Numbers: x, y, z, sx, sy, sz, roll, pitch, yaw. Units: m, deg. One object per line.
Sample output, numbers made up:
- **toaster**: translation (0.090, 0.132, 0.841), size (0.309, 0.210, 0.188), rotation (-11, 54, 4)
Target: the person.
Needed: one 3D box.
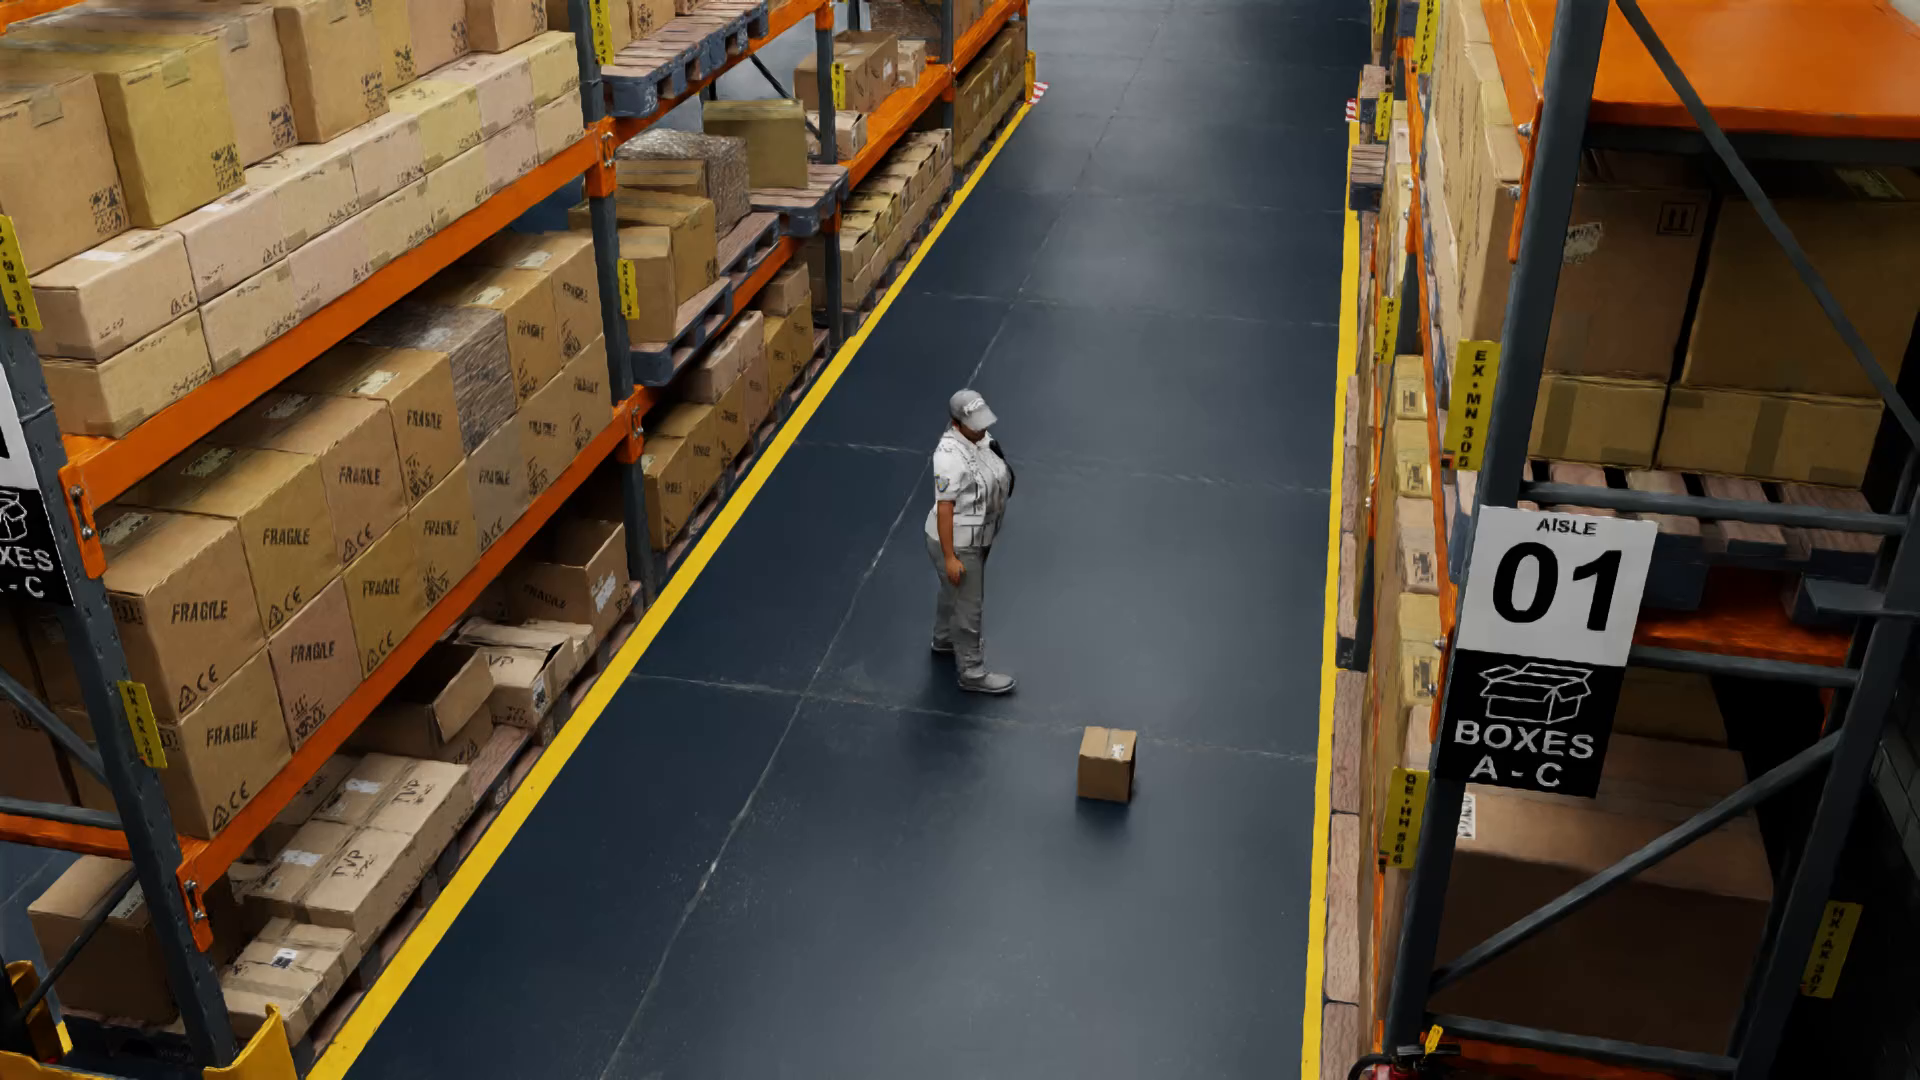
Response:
- **person**: translation (0.052, -0.005, 8.594), size (0.559, 1.655, 0.600), rotation (11, 31, 19)
